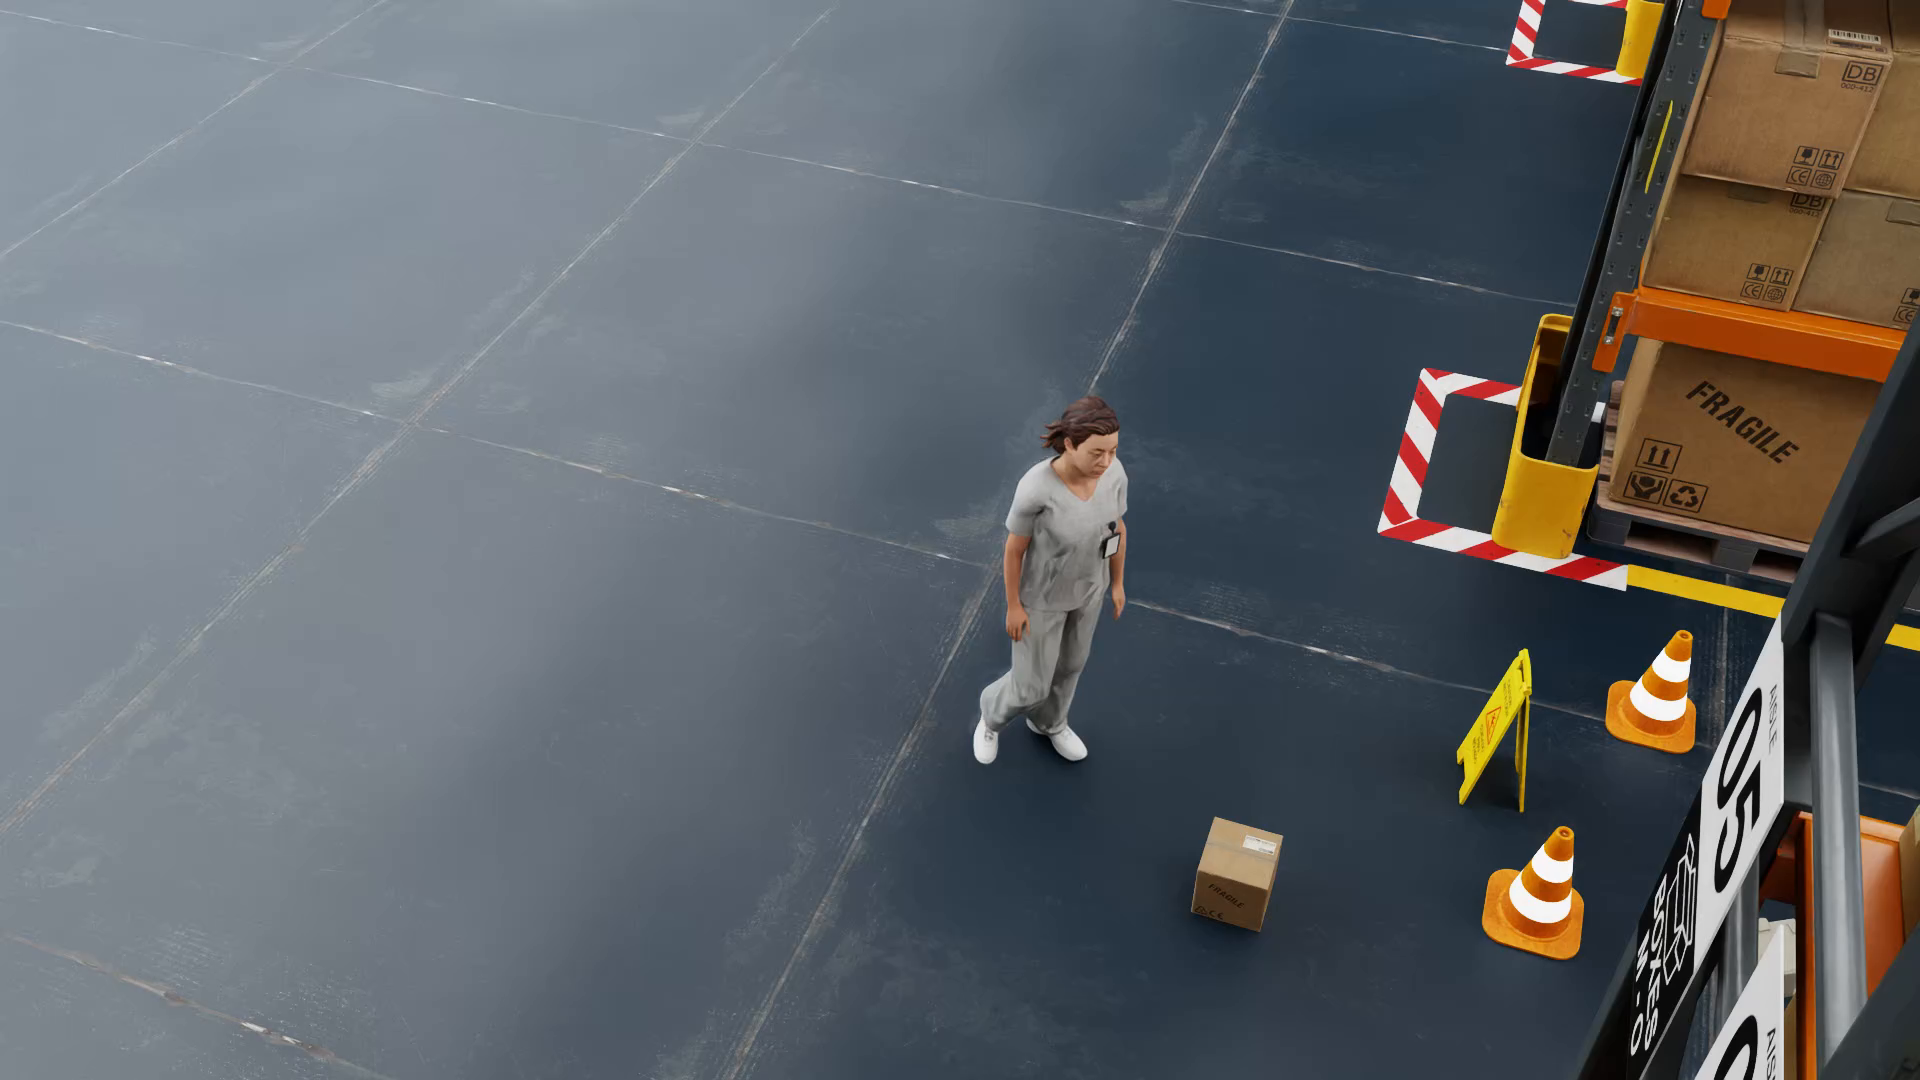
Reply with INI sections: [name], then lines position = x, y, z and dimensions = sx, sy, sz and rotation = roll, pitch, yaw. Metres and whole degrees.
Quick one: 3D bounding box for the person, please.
[person]
position = 0.318, 0.177, 5.938
dimensions = 0.555, 1.667, 0.428
rotation = -18, 45, -19
